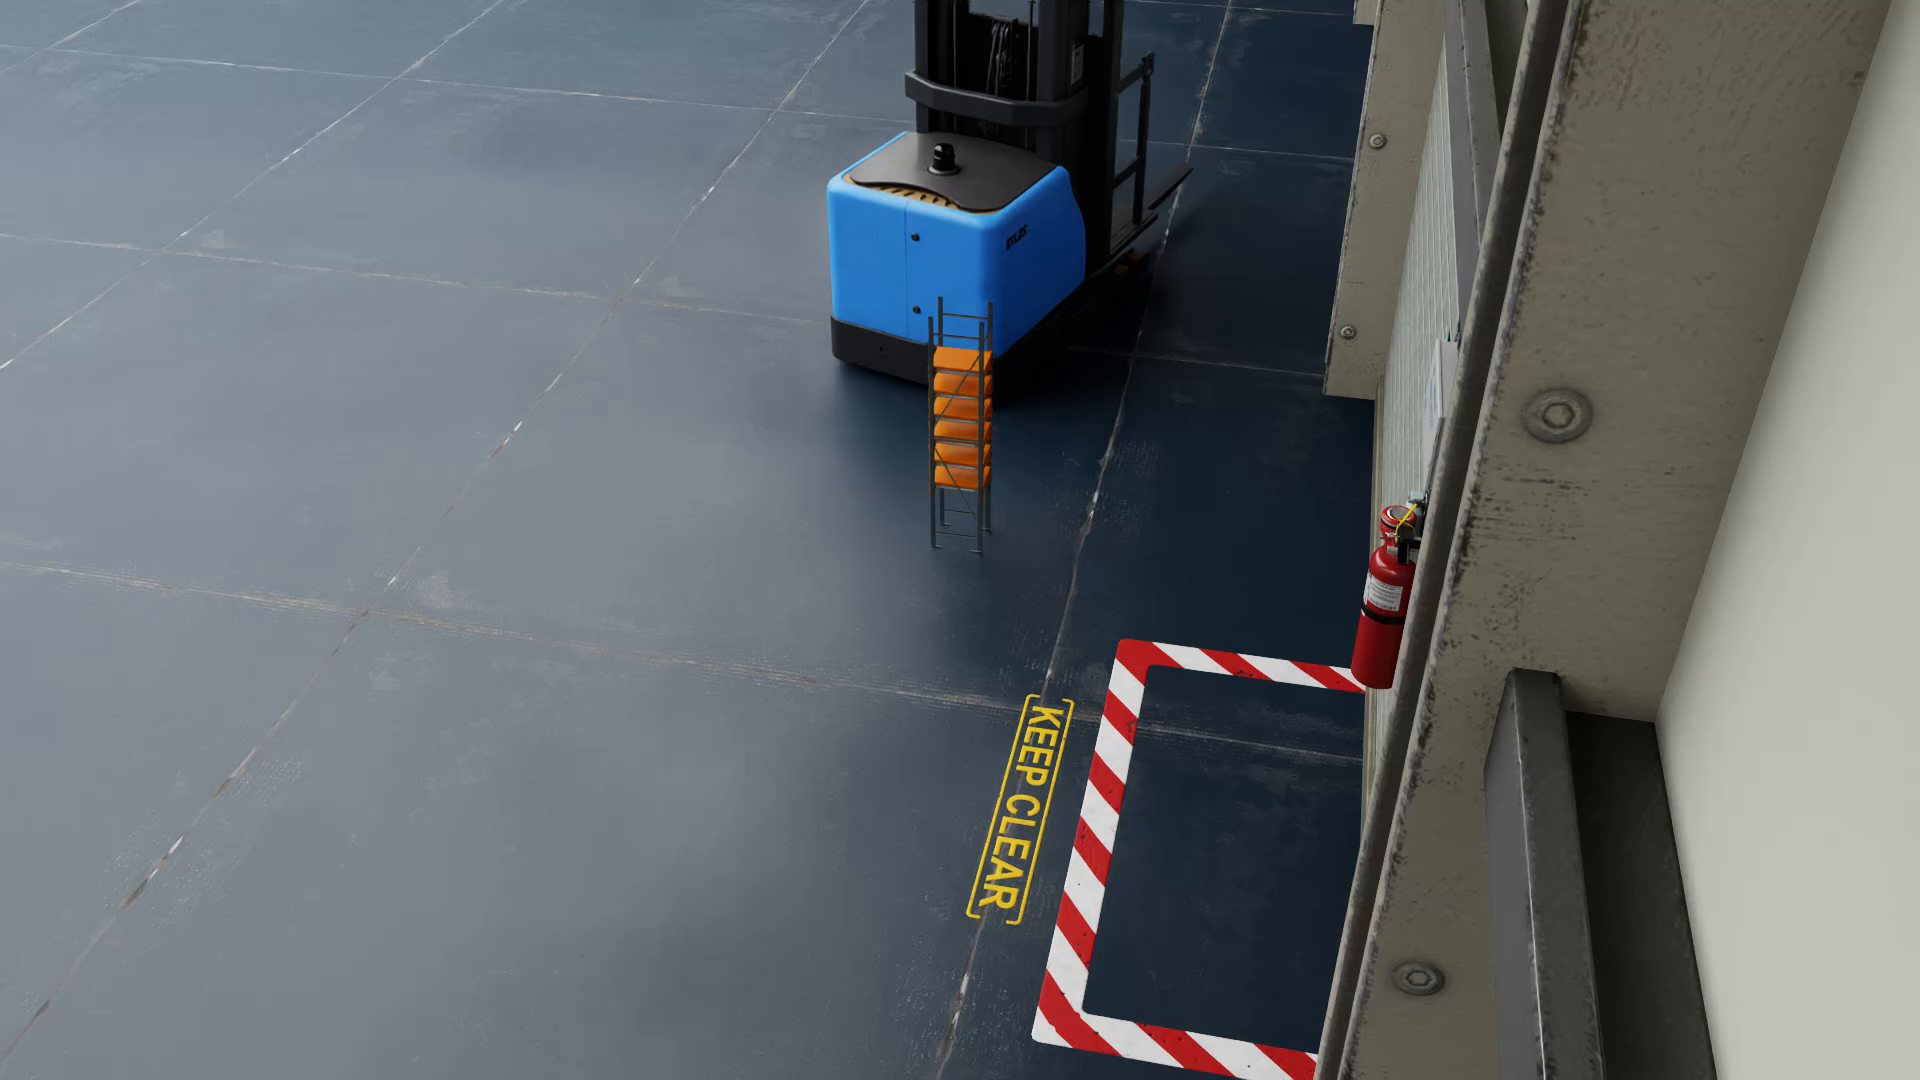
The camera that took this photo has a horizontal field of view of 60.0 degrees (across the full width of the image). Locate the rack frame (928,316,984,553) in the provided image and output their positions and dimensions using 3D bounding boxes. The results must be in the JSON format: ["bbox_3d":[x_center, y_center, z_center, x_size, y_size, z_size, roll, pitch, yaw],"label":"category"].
[{"bbox_3d":[-0.016,-0.442,7.337,0.240,1.200,0.006,7,37,10],"label":"rack frame"}]

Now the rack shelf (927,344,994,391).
[{"bbox_3d":[0.003,-0.750,7.224,0.258,0.103,0.180,7,37,10],"label":"rack shelf"}]

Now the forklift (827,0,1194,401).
[{"bbox_3d":[0.470,-2.750,9.047,1.130,2.935,3.031,18,40,24],"label":"forklift"}]

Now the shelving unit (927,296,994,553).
[{"bbox_3d":[0.003,-0.494,7.409,0.258,1.200,0.189,7,37,10],"label":"shelving unit"}]

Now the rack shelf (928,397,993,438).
[{"bbox_3d":[0.003,-0.555,7.365,0.258,0.103,0.180,7,37,10],"label":"rack shelf"}]

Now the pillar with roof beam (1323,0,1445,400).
[{"bbox_3d":[-2.090,-5.051,7.051,9.100,9.000,0.400,7,37,10],"label":"pillar with roof beam"}]

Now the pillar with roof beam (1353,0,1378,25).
[{"bbox_3d":[-0.808,-8.491,11.797,9.100,9.000,0.400,7,37,10],"label":"pillar with roof beam"}]

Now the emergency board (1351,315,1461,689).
[{"bbox_3d":[1.400,-0.054,5.269,0.194,1.169,0.643,7,37,10],"label":"emergency board"}]

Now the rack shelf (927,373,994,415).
[{"bbox_3d":[0.003,-0.652,7.295,0.258,0.103,0.180,7,37,10],"label":"rack shelf"}]

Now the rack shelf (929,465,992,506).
[{"bbox_3d":[0.003,-0.264,7.576,0.258,0.103,0.180,7,37,10],"label":"rack shelf"}]

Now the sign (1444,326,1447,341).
[{"bbox_3d":[1.609,-0.586,5.520,0.001,0.109,0.331,7,37,10],"label":"sign"}]

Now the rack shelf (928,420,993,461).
[{"bbox_3d":[0.003,-0.458,7.435,0.258,0.103,0.180,7,37,10],"label":"rack shelf"}]

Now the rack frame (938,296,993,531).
[{"bbox_3d":[0.023,-0.547,7.482,0.240,1.200,0.006,7,37,10],"label":"rack frame"}]

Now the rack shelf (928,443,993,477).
[{"bbox_3d":[0.003,-0.361,7.506,0.258,0.103,0.180,7,37,10],"label":"rack shelf"}]
